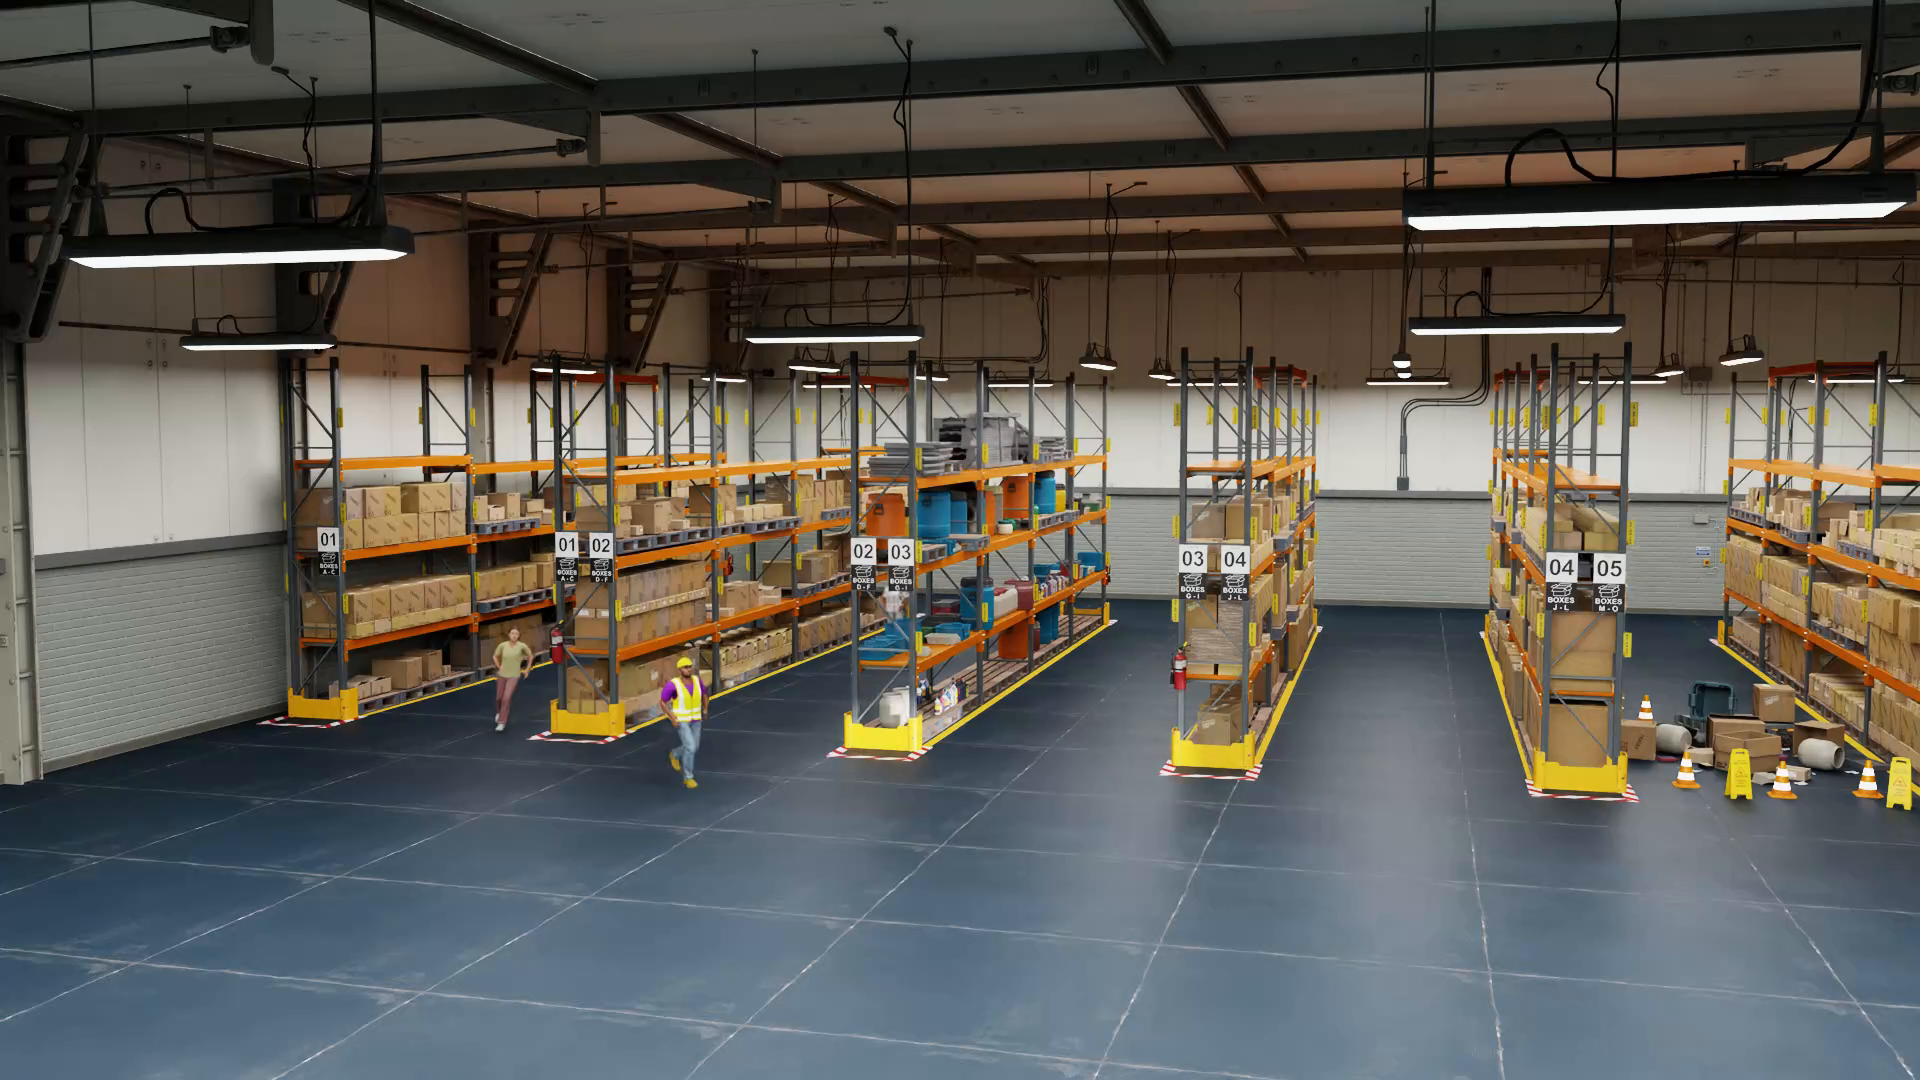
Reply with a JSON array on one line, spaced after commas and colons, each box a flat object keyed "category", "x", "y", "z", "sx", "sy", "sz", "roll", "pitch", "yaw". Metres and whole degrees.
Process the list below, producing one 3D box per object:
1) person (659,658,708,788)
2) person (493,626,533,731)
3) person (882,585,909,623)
[{"category": "person", "x": -3.781, "y": 2.468, "z": 22.751, "sx": 0.702, "sy": 1.766, "sz": 0.740, "roll": -4, "pitch": 5, "yaw": -40}, {"category": "person", "x": -7.242, "y": 2.206, "z": 26.897, "sx": 0.652, "sy": 1.646, "sz": 0.825, "roll": 0, "pitch": 4, "yaw": -5}, {"category": "person", "x": -1.315, "y": 1.433, "z": 33.739, "sx": 0.588, "sy": 1.617, "sz": 0.515, "roll": 0, "pitch": 4, "yaw": 6}]
